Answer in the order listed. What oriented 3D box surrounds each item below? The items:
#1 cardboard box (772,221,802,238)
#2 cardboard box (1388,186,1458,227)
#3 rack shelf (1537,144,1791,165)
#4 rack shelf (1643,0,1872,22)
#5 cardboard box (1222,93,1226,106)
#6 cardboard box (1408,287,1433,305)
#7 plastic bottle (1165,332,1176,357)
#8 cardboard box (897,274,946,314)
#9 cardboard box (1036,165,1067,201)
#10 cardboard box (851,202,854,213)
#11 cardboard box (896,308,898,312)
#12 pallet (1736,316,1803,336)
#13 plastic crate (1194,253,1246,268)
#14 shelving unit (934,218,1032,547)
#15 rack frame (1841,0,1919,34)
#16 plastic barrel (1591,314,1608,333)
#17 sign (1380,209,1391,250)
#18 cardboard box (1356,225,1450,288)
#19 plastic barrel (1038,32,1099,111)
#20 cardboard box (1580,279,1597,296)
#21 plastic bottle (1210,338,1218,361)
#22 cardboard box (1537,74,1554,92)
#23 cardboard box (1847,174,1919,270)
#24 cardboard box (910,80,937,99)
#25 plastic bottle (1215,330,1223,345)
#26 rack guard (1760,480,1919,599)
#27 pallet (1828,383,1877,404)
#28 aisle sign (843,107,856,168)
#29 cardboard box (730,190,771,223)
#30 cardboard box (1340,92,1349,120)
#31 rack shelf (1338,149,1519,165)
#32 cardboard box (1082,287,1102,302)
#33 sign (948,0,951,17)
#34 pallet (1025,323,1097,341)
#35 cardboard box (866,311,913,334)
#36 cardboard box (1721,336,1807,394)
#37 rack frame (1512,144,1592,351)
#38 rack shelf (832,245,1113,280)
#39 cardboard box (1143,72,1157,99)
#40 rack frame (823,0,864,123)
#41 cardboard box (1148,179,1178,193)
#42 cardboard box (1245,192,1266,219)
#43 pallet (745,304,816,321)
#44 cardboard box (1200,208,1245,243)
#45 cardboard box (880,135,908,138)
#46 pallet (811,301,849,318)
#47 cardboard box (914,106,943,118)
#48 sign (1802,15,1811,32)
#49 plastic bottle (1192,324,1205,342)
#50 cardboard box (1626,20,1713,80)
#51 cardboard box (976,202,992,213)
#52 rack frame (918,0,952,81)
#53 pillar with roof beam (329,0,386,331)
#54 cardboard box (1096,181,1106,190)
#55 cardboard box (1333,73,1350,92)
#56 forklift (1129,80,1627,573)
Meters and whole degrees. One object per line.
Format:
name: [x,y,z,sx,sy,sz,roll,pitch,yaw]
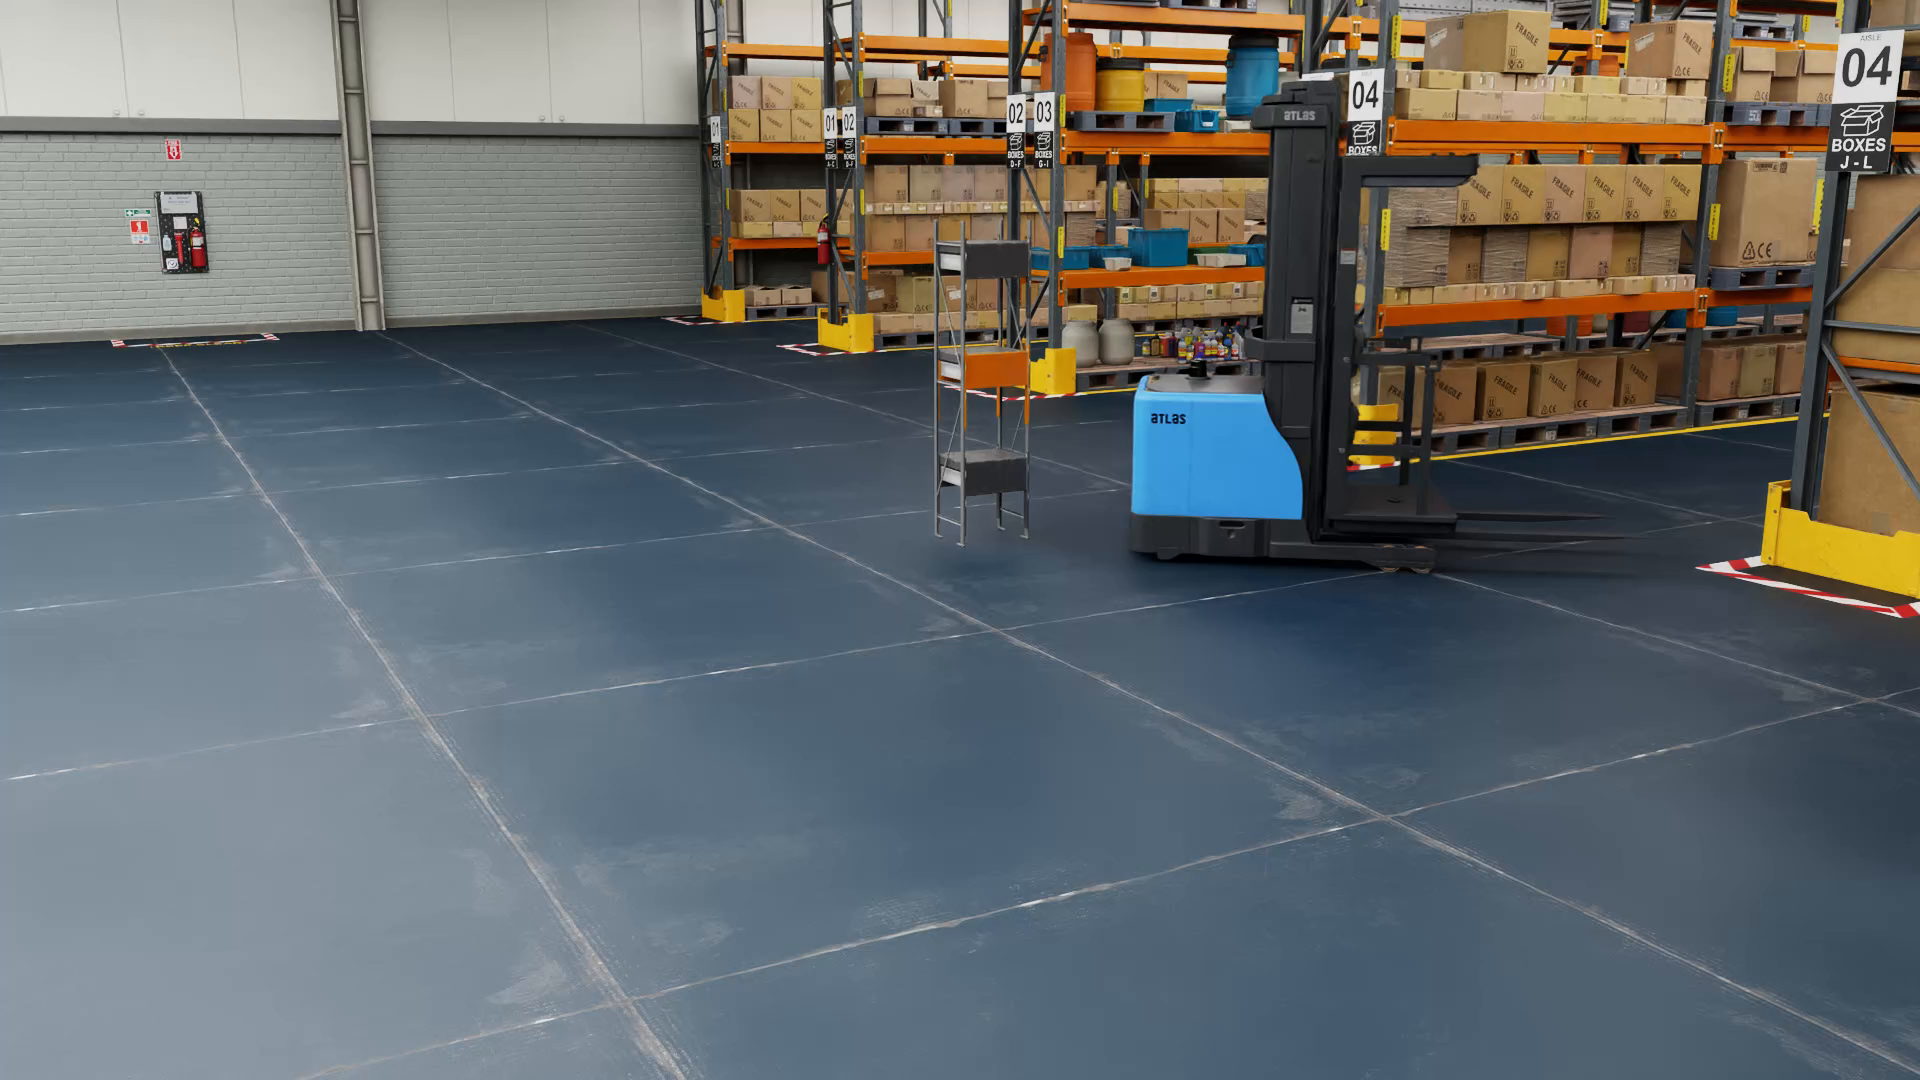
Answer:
cardboard box: [-2.898,-5.050,27.013,0.500,0.250,0.500,-7,15,-30]
cardboard box: [3.806,-2.889,13.933,0.500,0.500,0.500,-7,14,-28]
rack shelf: [9.597,-5.321,22.728,4.000,0.370,1.077,-7,14,-28]
rack shelf: [8.459,-5.214,16.332,4.000,0.370,1.077,-7,14,-28]
cardboard box: [5.293,-8.293,31.356,0.500,0.250,0.500,-7,15,-30]
cardboard box: [3.785,-2.086,14.120,0.250,0.149,0.380,-7,14,-28]
plastic bottle: [2.507,-2.325,19.791,0.133,0.283,0.061,-7,14,-28]
cardboard box: [-0.536,-3.408,23.017,0.500,0.500,0.500,-7,14,-28]
cardboard box: [1.131,-5.113,23.814,0.500,0.500,0.700,-7,14,-28]
cardboard box: [-1.307,-4.554,22.807,0.250,0.149,0.380,-7,15,-29]
cardboard box: [-0.789,-3.143,23.551,0.500,0.250,0.500,-7,14,-28]
pallet: [11.979,-3.144,24.597,1.213,0.211,1.003,-7,14,-28]
plastic crate: [3.026,-3.229,19.227,0.437,0.136,0.530,-7,14,-28]
shelving unit: [0.145,-1.042,10.956,0.503,2.100,0.431,-7,14,-28]
rack frame: [5.480,-4.163,9.110,0.127,3.000,1.000,-7,14,-28]
plastic barrel: [8.715,-3.121,22.855,0.421,0.512,0.421,0,13,0]
sign: [3.453,-2.520,13.503,0.005,0.325,0.100,-7,14,-28]
cardboard box: [3.688,-2.449,14.253,0.500,0.500,0.875,-7,14,-28]
plastic barrel: [1.185,-5.110,18.218,0.708,0.830,0.600,-7,14,-28]
cardboard box: [5.535,-2.299,15.066,0.250,0.149,0.380,-7,14,-28]
plastic bottle: [2.949,-2.218,19.343,0.097,0.271,0.097,0,13,0]
cardboard box: [4.900,-3.937,14.372,0.250,0.149,0.380,-7,14,-28]
cardboard box: [5.825,-1.867,9.774,0.550,0.550,0.875,-7,14,-28]
cardboard box: [-0.727,-7.392,27.739,0.500,0.500,0.500,-8,15,-33]
plastic bottle: [3.146,-2.414,20.214,0.097,0.271,0.097,0,13,0]
rack guard: [5.459,-0.014,10.031,0.348,0.500,1.175,-7,14,-28]
pallet: [9.528,-1.602,17.745,1.213,0.211,1.003,-7,14,-28]
aisle sign: [-1.462,-5.314,21.969,0.004,0.787,0.394,-7,14,-28]
cardboard box: [-3.365,-5.361,26.685,0.500,0.500,0.500,-7,14,-28]
cardboard box: [3.494,-3.692,14.193,0.500,0.250,0.500,-6,14,-27]
rack shelf: [7.226,-6.276,26.972,4.000,0.370,1.077,-7,14,-28]
cardboard box: [2.178,-3.767,25.046,0.500,0.311,0.500,-7,14,-28]
sign: [-0.173,-8.801,27.414,0.005,0.325,0.100,-7,14,-28]
pallet: [1.242,-3.097,24.388,1.213,0.211,1.003,-7,14,-28]
cardboard box: [-0.974,-2.989,22.864,0.500,0.250,0.500,-7,14,-28]
cardboard box: [8.171,-1.784,16.896,0.500,0.500,0.700,-8,15,-33]
rack frame: [7.841,-3.998,22.044,0.127,3.000,1.000,-7,14,-28]
rack shelf: [0.205,-3.971,23.561,4.000,0.370,1.077,-7,14,-28]
cardboard box: [2.520,-6.551,24.231,0.500,0.500,0.500,-7,14,-27]
rack frame: [-1.551,-7.039,21.889,0.127,3.000,1.000,-7,14,-28]
cardboard box: [3.642,-6.478,30.404,0.500,0.250,0.500,-6,14,-27]
cardboard box: [5.433,-6.328,31.445,0.500,0.500,0.500,-7,14,-28]
pallet: [-3.131,-3.792,27.479,1.213,0.211,1.003,-7,14,-28]
cardboard box: [4.006,-4.822,25.478,0.500,0.500,0.500,-8,15,-31]
cardboard box: [-1.192,-6.857,27.642,0.500,0.500,0.500,-8,15,-33]
pallet: [-2.061,-3.920,28.045,1.213,0.211,1.003,-7,14,-28]
cardboard box: [-0.434,-5.816,22.583,0.250,0.149,0.380,-7,14,-28]
sign: [11.614,-7.138,22.806,0.005,0.325,0.100,-7,14,-28]
plastic bottle: [2.884,-2.430,20.108,0.185,0.351,0.144,-7,14,-28]
cardboard box: [6.431,-4.428,15.076,0.500,0.500,0.500,-7,15,-30]
cardboard box: [0.246,-4.638,23.182,0.250,0.149,0.380,-7,14,-27]
rack frame: [-0.417,-8.414,27.999,0.127,3.000,1.000,-7,14,-28]
pillar with roof beam: [-6.931,-6.772,20.706,0.400,9.000,9.100,-7,14,-28]
cardboard box: [2.530,-6.409,30.047,0.250,0.149,0.380,-10,16,-37]
cardboard box: [3.287,-3.876,14.103,0.250,0.149,0.380,-7,14,-28]
forklift: [2.631,-1.351,10.434,3.031,2.935,1.130,2,13,8]
